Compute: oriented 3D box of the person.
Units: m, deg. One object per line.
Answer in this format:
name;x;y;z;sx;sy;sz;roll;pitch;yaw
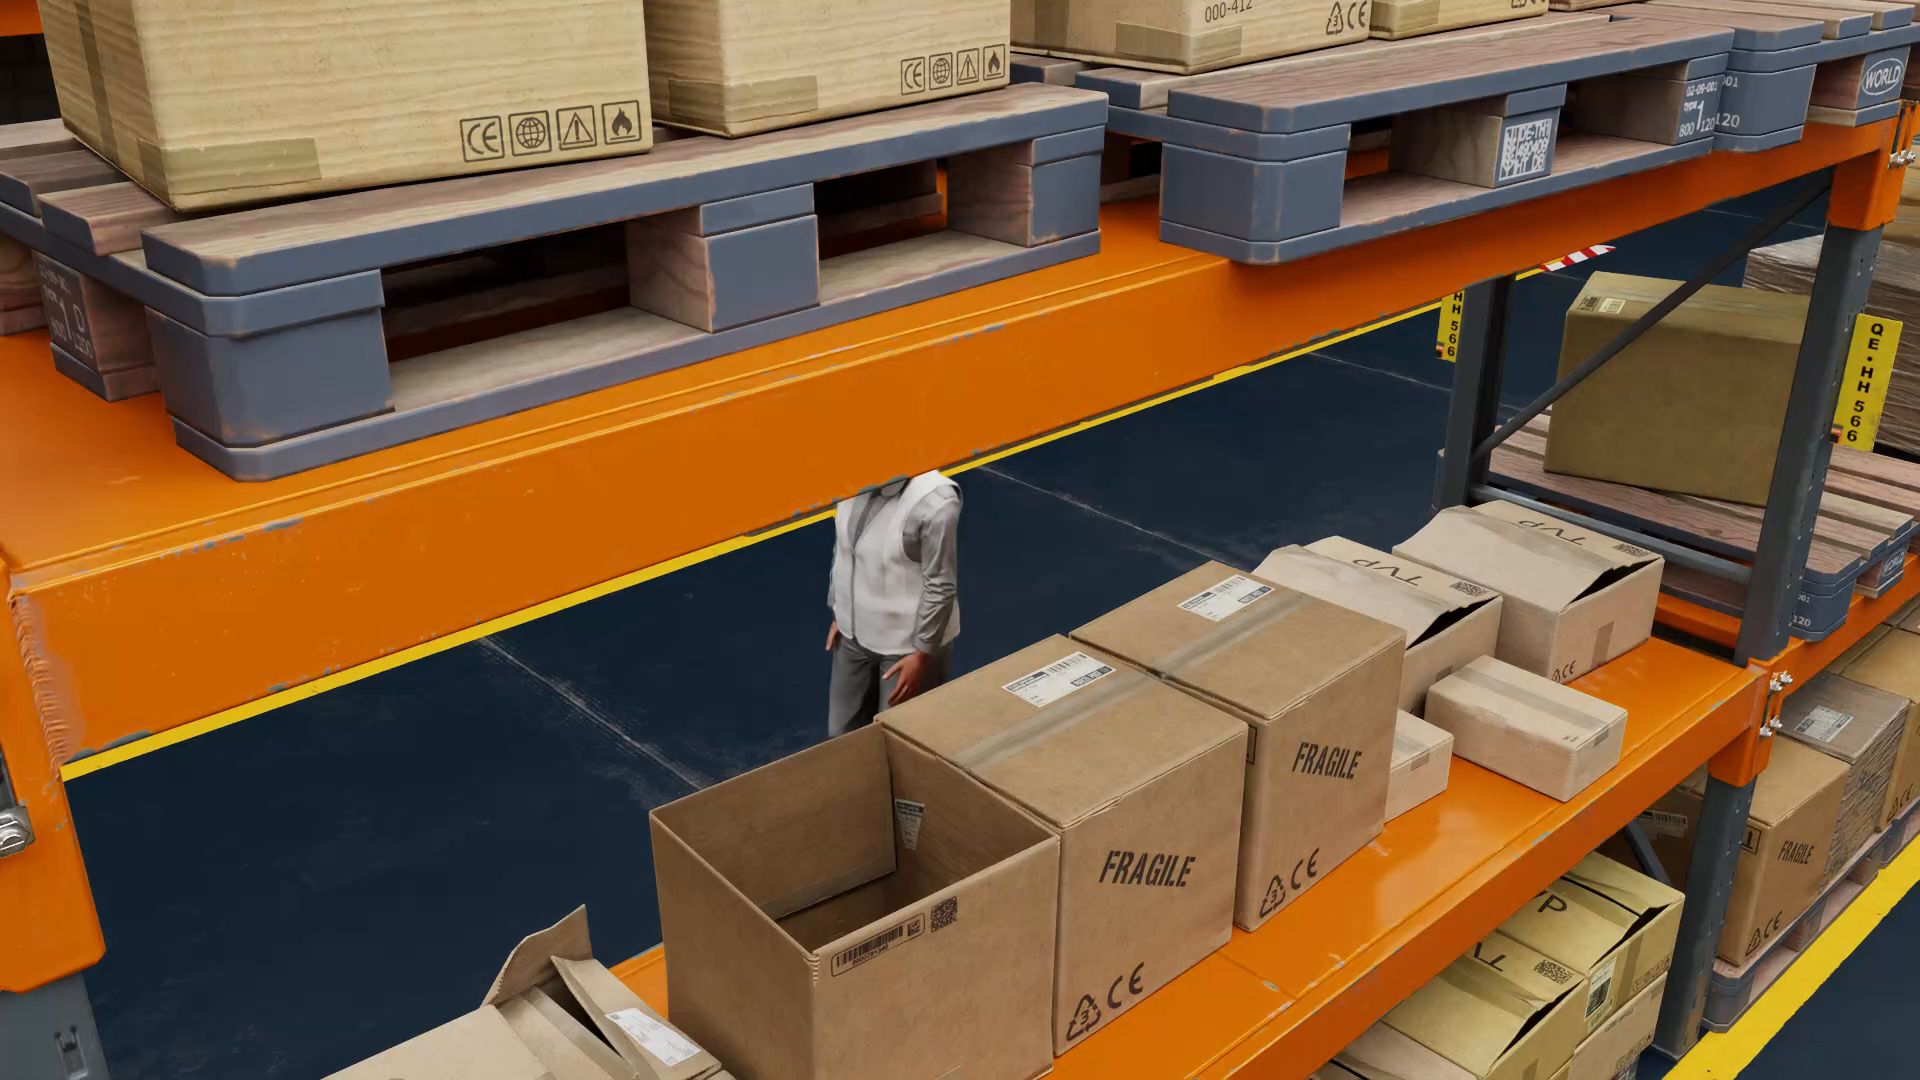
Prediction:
person;-0.225;0.315;5.415;0.427;1.743;0.549;-20;31;-37
